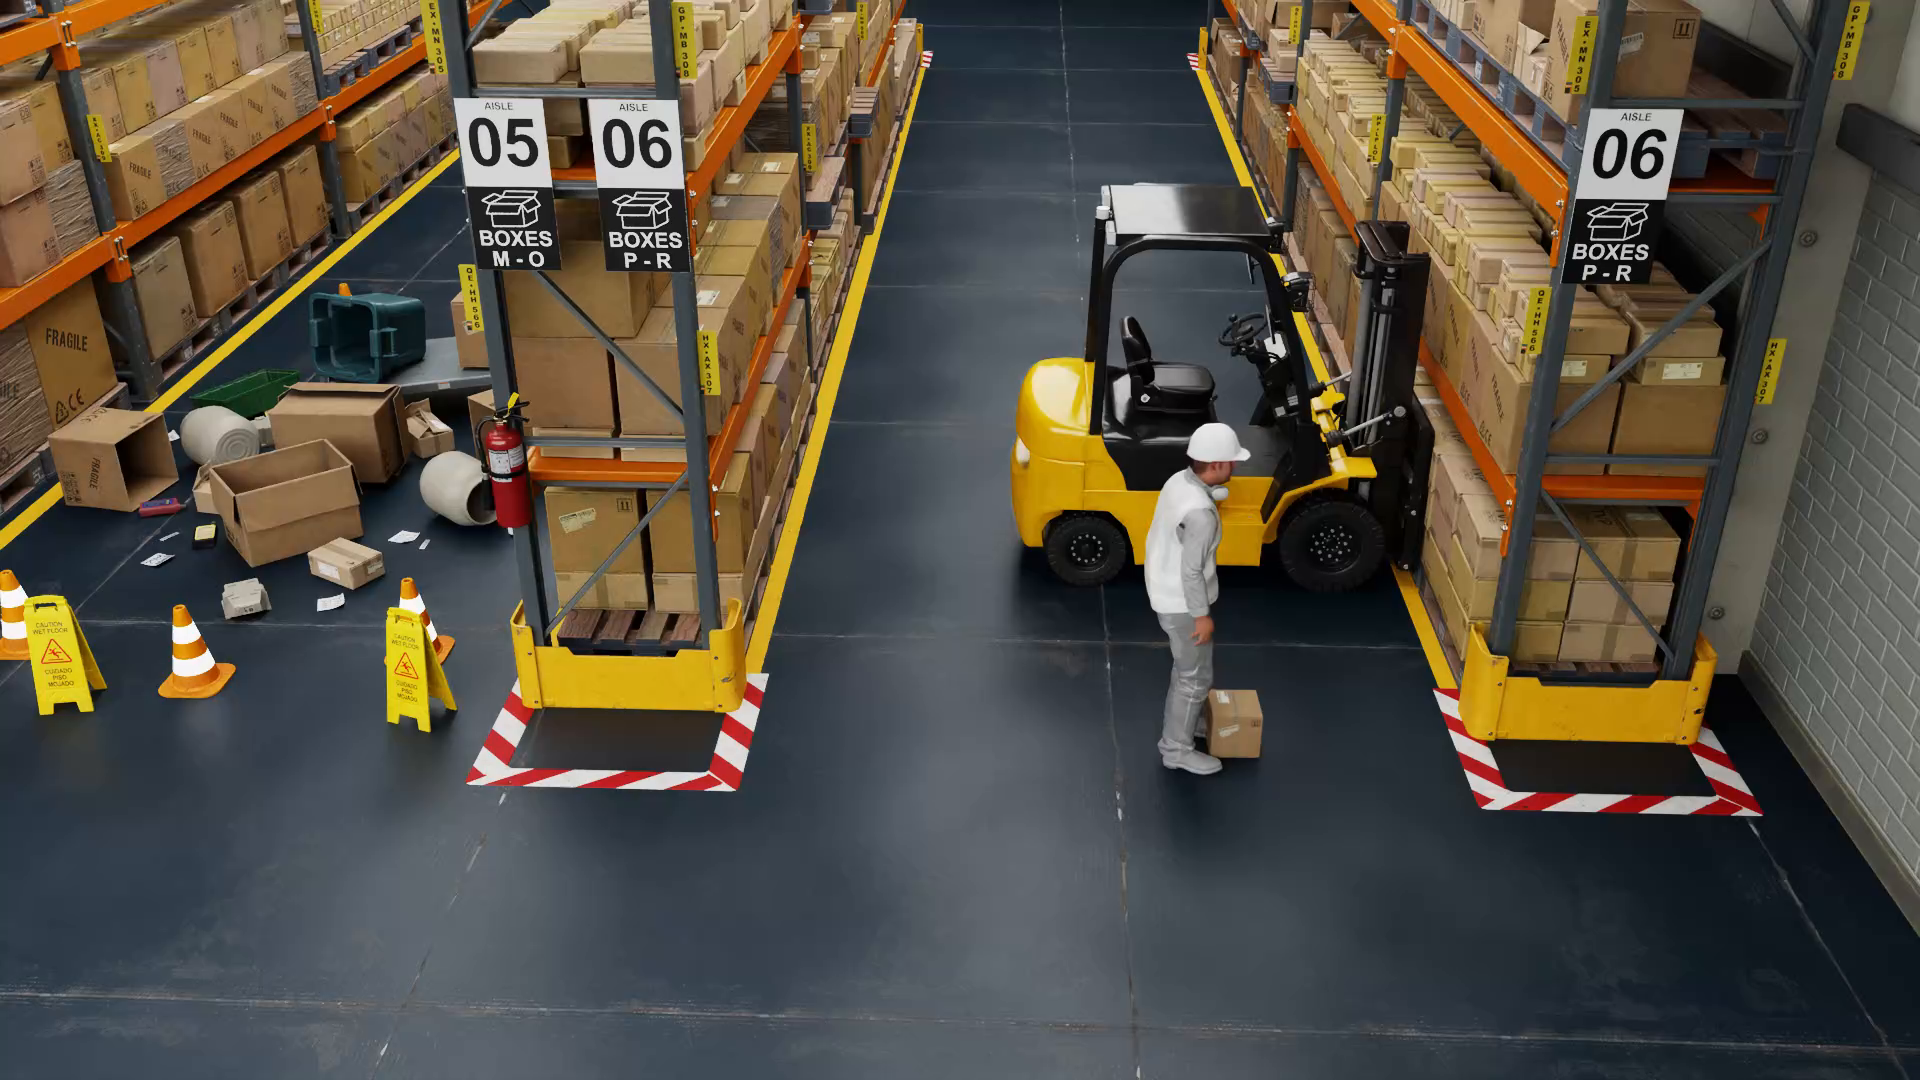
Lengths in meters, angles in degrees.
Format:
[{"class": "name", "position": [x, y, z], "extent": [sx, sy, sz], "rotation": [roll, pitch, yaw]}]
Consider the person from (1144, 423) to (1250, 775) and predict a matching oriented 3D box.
[{"class": "person", "position": [1.129, 0.259, 8.102], "extent": [0.475, 1.769, 0.579], "rotation": [0, 28, 0]}]
